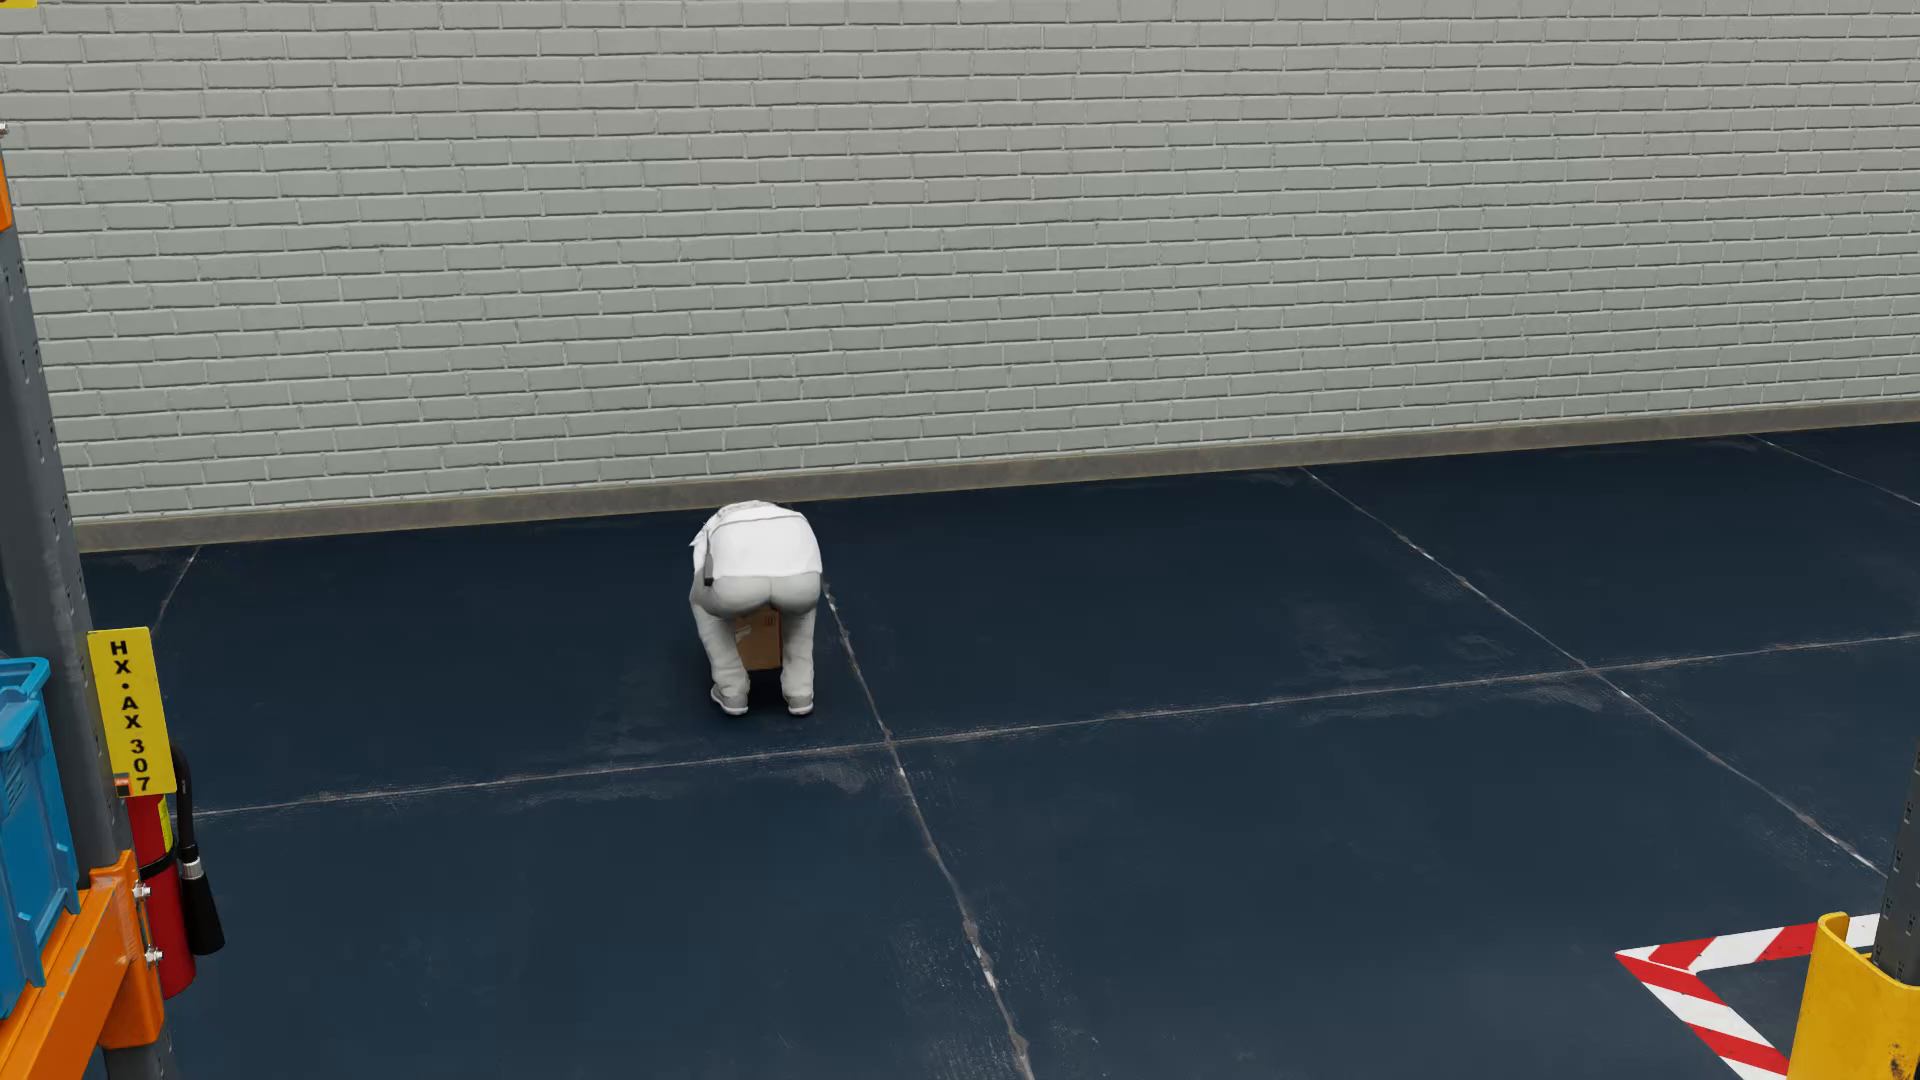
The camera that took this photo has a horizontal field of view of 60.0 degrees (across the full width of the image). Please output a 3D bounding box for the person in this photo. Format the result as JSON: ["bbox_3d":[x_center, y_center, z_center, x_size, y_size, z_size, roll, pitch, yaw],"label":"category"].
[{"bbox_3d":[-0.825,0.226,6.664,0.510,0.855,0.939,-5,20,-15],"label":"person"}]
